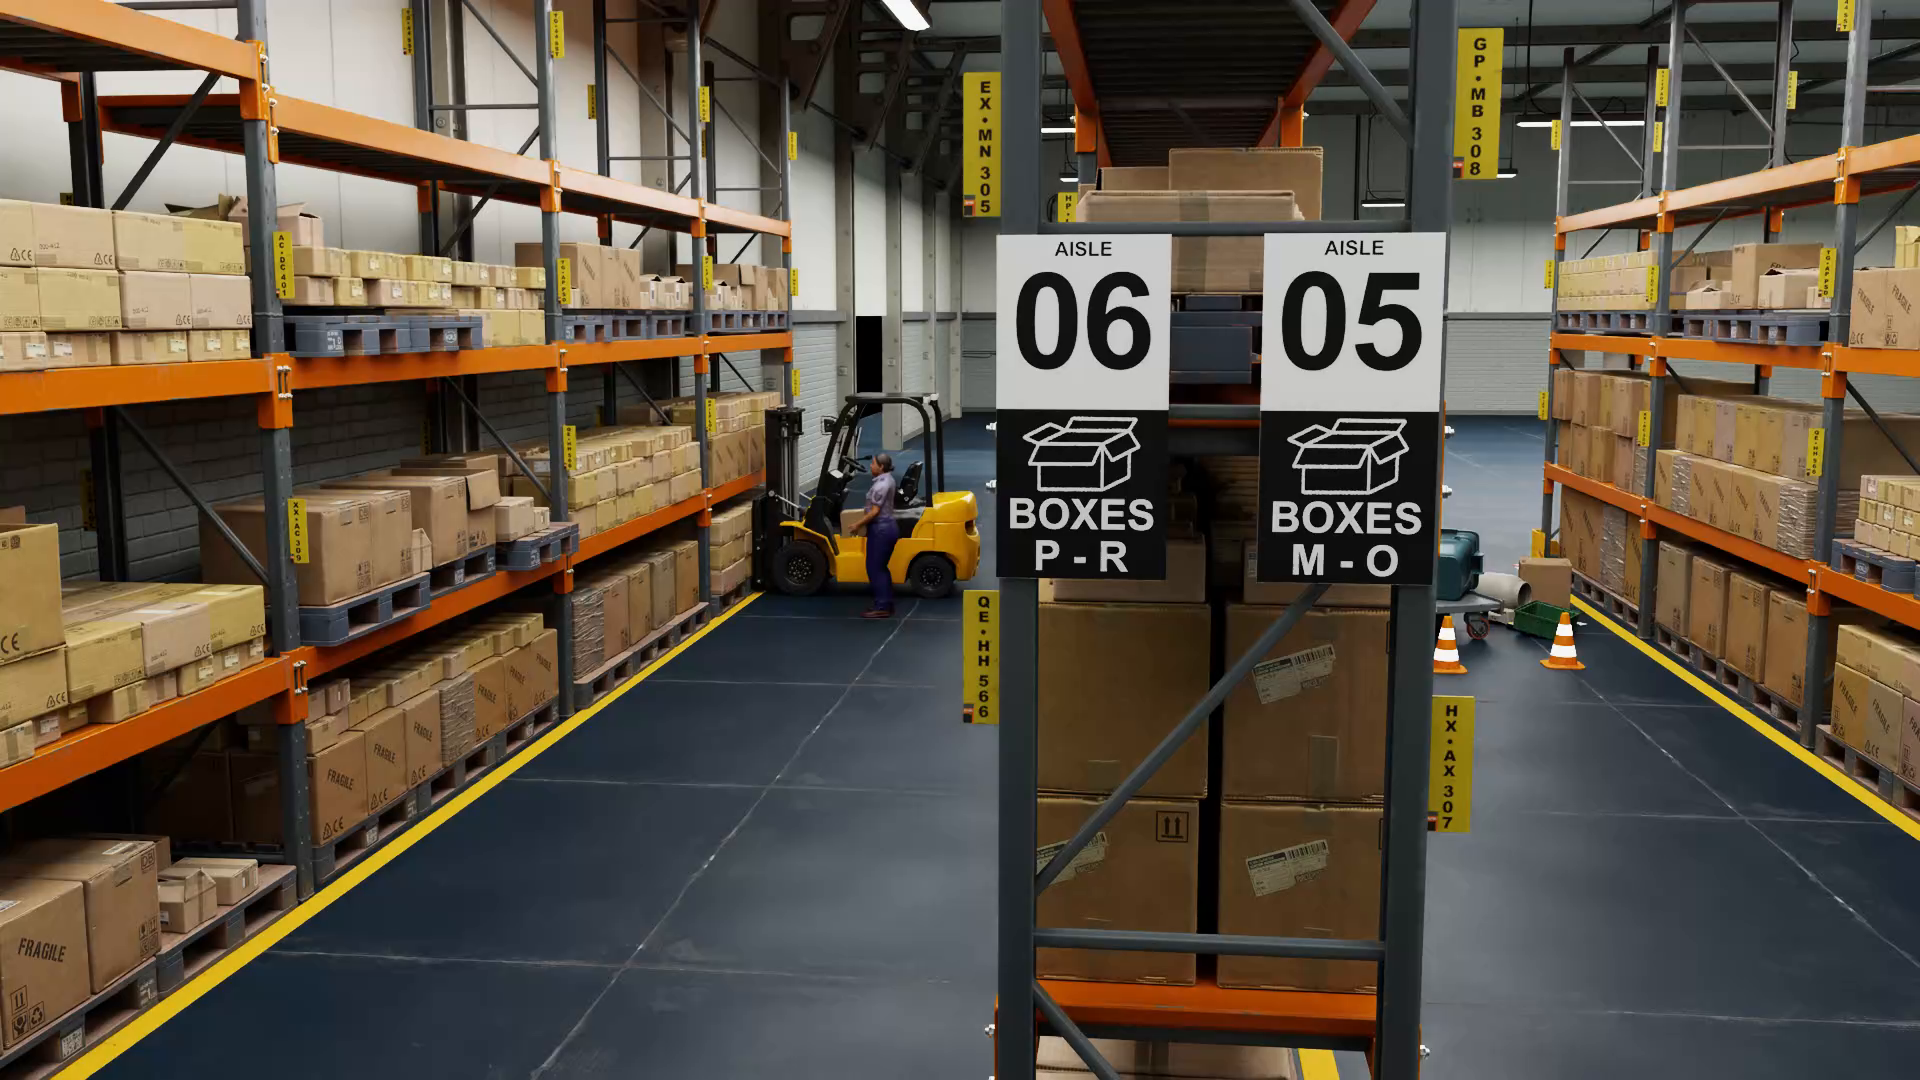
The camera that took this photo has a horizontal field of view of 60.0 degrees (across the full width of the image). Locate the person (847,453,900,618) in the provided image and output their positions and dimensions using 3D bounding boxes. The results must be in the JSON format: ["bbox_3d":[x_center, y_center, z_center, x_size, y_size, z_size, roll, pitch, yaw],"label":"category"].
[{"bbox_3d":[-0.869,-0.058,16.756,0.497,1.652,0.480,1,8,6],"label":"person"}]
